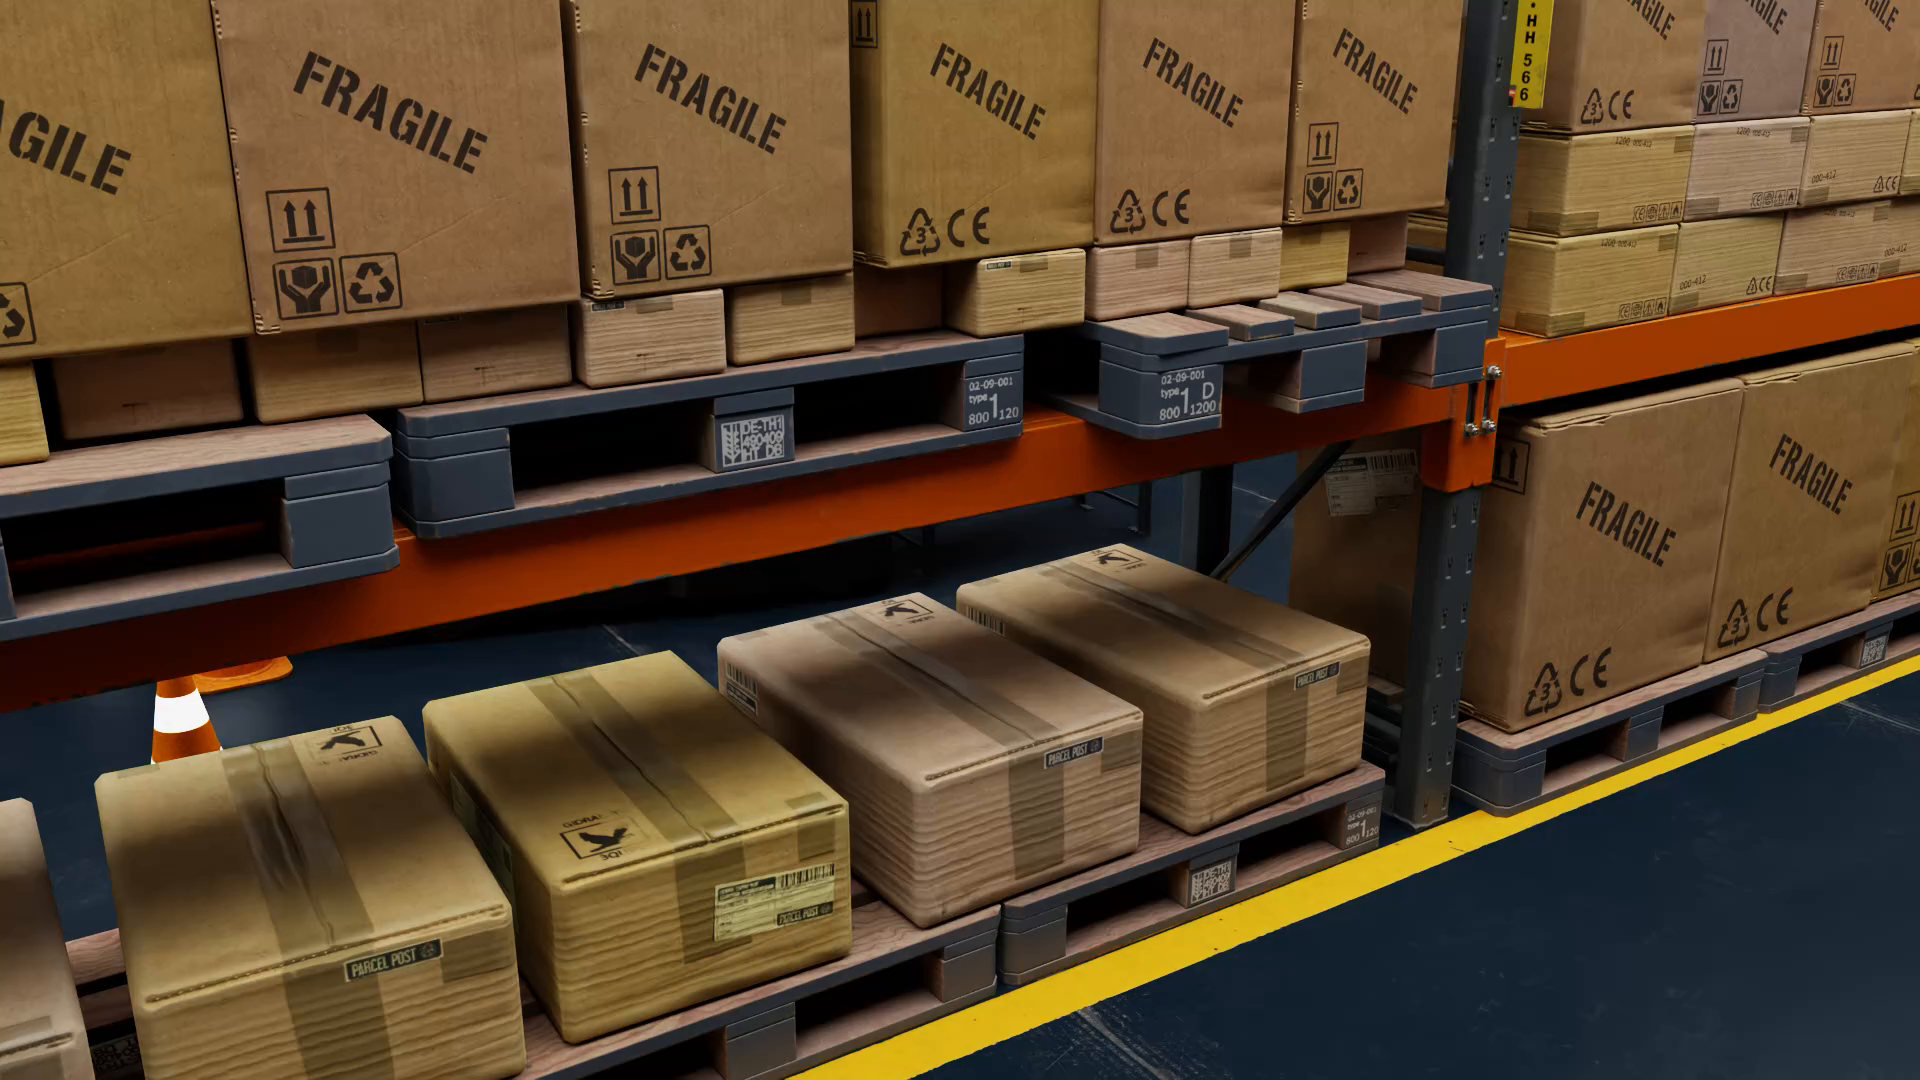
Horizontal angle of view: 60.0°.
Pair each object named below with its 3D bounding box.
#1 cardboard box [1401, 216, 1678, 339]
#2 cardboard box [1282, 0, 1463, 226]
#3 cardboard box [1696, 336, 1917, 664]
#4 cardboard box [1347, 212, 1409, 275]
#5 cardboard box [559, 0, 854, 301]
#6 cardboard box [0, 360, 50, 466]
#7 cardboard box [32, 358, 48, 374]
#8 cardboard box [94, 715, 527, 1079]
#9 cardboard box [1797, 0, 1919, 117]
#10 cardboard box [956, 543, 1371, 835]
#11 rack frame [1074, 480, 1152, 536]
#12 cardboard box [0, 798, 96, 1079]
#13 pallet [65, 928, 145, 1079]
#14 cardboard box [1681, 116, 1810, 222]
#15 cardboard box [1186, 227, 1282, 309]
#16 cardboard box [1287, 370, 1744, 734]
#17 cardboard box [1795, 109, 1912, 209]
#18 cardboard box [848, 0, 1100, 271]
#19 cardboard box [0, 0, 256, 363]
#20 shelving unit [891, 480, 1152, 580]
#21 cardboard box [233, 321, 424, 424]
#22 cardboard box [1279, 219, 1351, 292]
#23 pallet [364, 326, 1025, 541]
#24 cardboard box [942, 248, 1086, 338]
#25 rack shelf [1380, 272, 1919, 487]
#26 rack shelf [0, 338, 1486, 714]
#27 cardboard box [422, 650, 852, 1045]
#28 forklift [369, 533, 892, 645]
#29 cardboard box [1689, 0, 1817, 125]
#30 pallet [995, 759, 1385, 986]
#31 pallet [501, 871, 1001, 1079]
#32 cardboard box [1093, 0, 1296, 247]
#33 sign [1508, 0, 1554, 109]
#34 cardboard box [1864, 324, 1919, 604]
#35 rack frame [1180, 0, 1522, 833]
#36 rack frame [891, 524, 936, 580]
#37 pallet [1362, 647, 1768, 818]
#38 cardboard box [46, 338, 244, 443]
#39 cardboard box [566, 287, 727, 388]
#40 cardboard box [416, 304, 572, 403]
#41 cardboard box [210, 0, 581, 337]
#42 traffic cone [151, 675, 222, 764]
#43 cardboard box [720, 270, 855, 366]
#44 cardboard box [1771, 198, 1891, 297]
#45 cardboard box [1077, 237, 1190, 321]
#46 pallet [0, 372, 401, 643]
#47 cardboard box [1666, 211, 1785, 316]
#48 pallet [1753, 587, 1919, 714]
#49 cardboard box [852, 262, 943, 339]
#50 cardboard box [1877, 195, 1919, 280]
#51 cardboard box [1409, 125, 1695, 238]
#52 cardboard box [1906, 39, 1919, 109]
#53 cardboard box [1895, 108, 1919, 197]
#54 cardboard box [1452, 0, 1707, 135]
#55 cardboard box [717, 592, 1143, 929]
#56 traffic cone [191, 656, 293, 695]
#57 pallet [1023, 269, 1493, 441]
[{"bbox_3d":[1.540,-0.731,4.459,0.500,0.250,0.500,-12,22,-32],"label":"cardboard box"},{"bbox_3d":[0.766,-1.016,3.791,0.500,0.500,0.500,-13,22,-33],"label":"cardboard box"},{"bbox_3d":[2.363,-0.231,5.407,0.875,0.875,0.875,-12,22,-31],"label":"cardboard box"},{"bbox_3d":[0.849,-0.743,3.995,0.250,0.149,0.380,-11,22,-29],"label":"cardboard box"},{"bbox_3d":[-0.537,-0.737,2.966,0.500,0.500,0.500,-13,23,-34],"label":"cardboard box"},{"bbox_3d":[-1.499,-0.213,2.429,0.250,0.149,0.380,-11,22,-30],"label":"cardboard box"},{"bbox_3d":[-1.644,-0.420,3.040,0.250,0.149,0.380,-12,22,-32],"label":"cardboard box"},{"bbox_3d":[-1.312,0.746,3.301,0.625,0.372,0.950,-10,21,-28],"label":"cardboard box"},{"bbox_3d":[2.389,-1.503,4.790,0.500,0.500,0.500,-11,22,-30],"label":"cardboard box"},{"bbox_3d":[0.516,0.359,4.446,0.625,0.372,0.950,-14,23,-35],"label":"cardboard box"},{"bbox_3d":[0.636,-0.797,6.760,0.032,1.500,0.500,-11,22,-29],"label":"rack frame"},{"bbox_3d":[-1.911,0.874,2.924,0.625,0.372,0.950,-12,22,-31],"label":"cardboard box"},{"bbox_3d":[-1.698,1.104,3.148,1.213,0.211,1.003,-12,22,-31],"label":"pallet"},{"bbox_3d":[1.984,-1.063,4.660,0.500,0.250,0.500,-11,22,-30],"label":"cardboard box"},{"bbox_3d":[0.479,-0.620,3.631,0.250,0.149,0.380,-12,22,-32],"label":"cardboard box"},{"bbox_3d":[1.616,-0.075,4.946,0.875,0.875,0.875,-12,22,-32],"label":"cardboard box"},{"bbox_3d":[2.408,-1.148,4.910,0.500,0.250,0.500,-12,22,-32],"label":"cardboard box"},{"bbox_3d":[-0.080,-0.833,3.249,0.500,0.500,0.500,-14,23,-35],"label":"cardboard box"},{"bbox_3d":[-1.380,-0.560,2.443,0.500,0.500,0.500,-12,22,-31],"label":"cardboard box"},{"bbox_3d":[0.201,-0.713,6.511,1.048,1.500,0.538,-11,22,-29],"label":"shelving unit"},{"bbox_3d":[-1.066,-0.318,2.738,0.250,0.149,0.380,-12,22,-31],"label":"cardboard box"},{"bbox_3d":[0.665,-0.676,3.798,0.250,0.149,0.380,-12,22,-31],"label":"cardboard box"},{"bbox_3d":[-0.638,-0.333,3.346,1.213,0.211,1.003,-12,22,-31],"label":"pallet"},{"bbox_3d":[0.042,-0.525,3.352,0.250,0.149,0.380,-11,22,-30],"label":"cardboard box"},{"bbox_3d":[2.664,-0.795,5.536,4.000,0.370,1.077,-12,22,-31],"label":"rack shelf"},{"bbox_3d":[-0.677,-0.090,3.452,4.000,0.370,1.077,-12,22,-31],"label":"rack shelf"},{"bbox_3d":[-0.733,0.623,3.665,0.625,0.372,0.950,-11,22,-30],"label":"cardboard box"},{"bbox_3d":[-1.829,-1.217,5.769,3.031,2.935,1.130,-5,19,-15],"label":"forklift"},{"bbox_3d":[1.949,-1.416,4.532,0.500,0.500,0.500,-12,22,-31],"label":"cardboard box"},{"bbox_3d":[0.340,0.675,4.419,1.213,0.211,1.003,-12,22,-31],"label":"pallet"},{"bbox_3d":[-0.678,0.888,3.788,1.213,0.211,1.003,-12,22,-31],"label":"pallet"},{"bbox_3d":[0.341,-0.922,3.513,0.500,0.500,0.500,-12,22,-32],"label":"cardboard box"},{"bbox_3d":[1.300,-1.151,3.782,0.005,0.325,0.100,-12,22,-31],"label":"sign"},{"bbox_3d":[3.110,-0.389,5.873,0.875,0.875,0.875,-11,22,-30],"label":"cardboard box"},{"bbox_3d":[0.993,-0.784,4.379,0.127,3.000,1.000,-12,22,-31],"label":"rack frame"},{"bbox_3d":[-0.235,-0.629,6.262,0.032,1.500,0.500,-11,22,-29],"label":"rack frame"},{"bbox_3d":[1.693,0.419,5.177,1.213,0.211,1.003,-12,22,-31],"label":"pallet"},{"bbox_3d":[-1.304,-0.284,2.637,0.250,0.149,0.380,-10,21,-28],"label":"cardboard box"},{"bbox_3d":[-0.608,-0.394,2.963,0.250,0.149,0.380,-11,22,-29],"label":"cardboard box"},{"bbox_3d":[-0.859,-0.361,2.865,0.250,0.149,0.380,-12,22,-31],"label":"cardboard box"},{"bbox_3d":[-0.960,-0.644,2.689,0.500,0.500,0.500,-12,22,-32],"label":"cardboard box"},{"bbox_3d":[-2.082,0.530,4.455,0.334,0.463,0.336,-12,22,-31],"label":"traffic cone"},{"bbox_3d":[-0.402,-0.449,3.125,0.250,0.149,0.380,-13,22,-33],"label":"cardboard box"},{"bbox_3d":[2.401,-0.917,5.009,0.500,0.250,0.500,-11,22,-30],"label":"cardboard box"},{"bbox_3d":[0.264,-0.578,3.506,0.250,0.149,0.380,-13,23,-34],"label":"cardboard box"},{"bbox_3d":[-1.629,-0.084,2.609,1.213,0.211,1.003,-12,22,-31],"label":"pallet"},{"bbox_3d":[1.959,-0.827,4.740,0.500,0.250,0.500,-13,22,-33],"label":"cardboard box"},{"bbox_3d":[2.711,0.205,5.808,1.213,0.211,1.003,-12,22,-31],"label":"pallet"},{"bbox_3d":[-0.237,-0.515,3.321,0.250,0.149,0.380,-12,22,-31],"label":"cardboard box"},{"bbox_3d":[2.811,-1.005,5.269,0.500,0.250,0.500,-12,22,-31],"label":"cardboard box"},{"bbox_3d":[1.552,-0.973,4.391,0.500,0.250,0.500,-12,22,-32],"label":"cardboard box"},{"bbox_3d":[2.812,-1.591,5.050,0.500,0.500,0.500,-12,22,-31],"label":"cardboard box"},{"bbox_3d":[2.838,-1.234,5.164,0.500,0.250,0.500,-11,22,-30],"label":"cardboard box"},{"bbox_3d":[1.540,-1.326,4.266,0.500,0.500,0.500,-13,22,-33],"label":"cardboard box"},{"bbox_3d":[-0.096,0.491,4.055,0.625,0.372,0.950,-12,22,-32],"label":"cardboard box"},{"bbox_3d":[-2.390,0.211,5.397,0.334,0.463,0.336,-12,22,-31],"label":"traffic cone"},{"bbox_3d":[0.457,-0.539,3.954,1.003,0.211,1.213,-12,22,-31],"label":"pallet"}]
